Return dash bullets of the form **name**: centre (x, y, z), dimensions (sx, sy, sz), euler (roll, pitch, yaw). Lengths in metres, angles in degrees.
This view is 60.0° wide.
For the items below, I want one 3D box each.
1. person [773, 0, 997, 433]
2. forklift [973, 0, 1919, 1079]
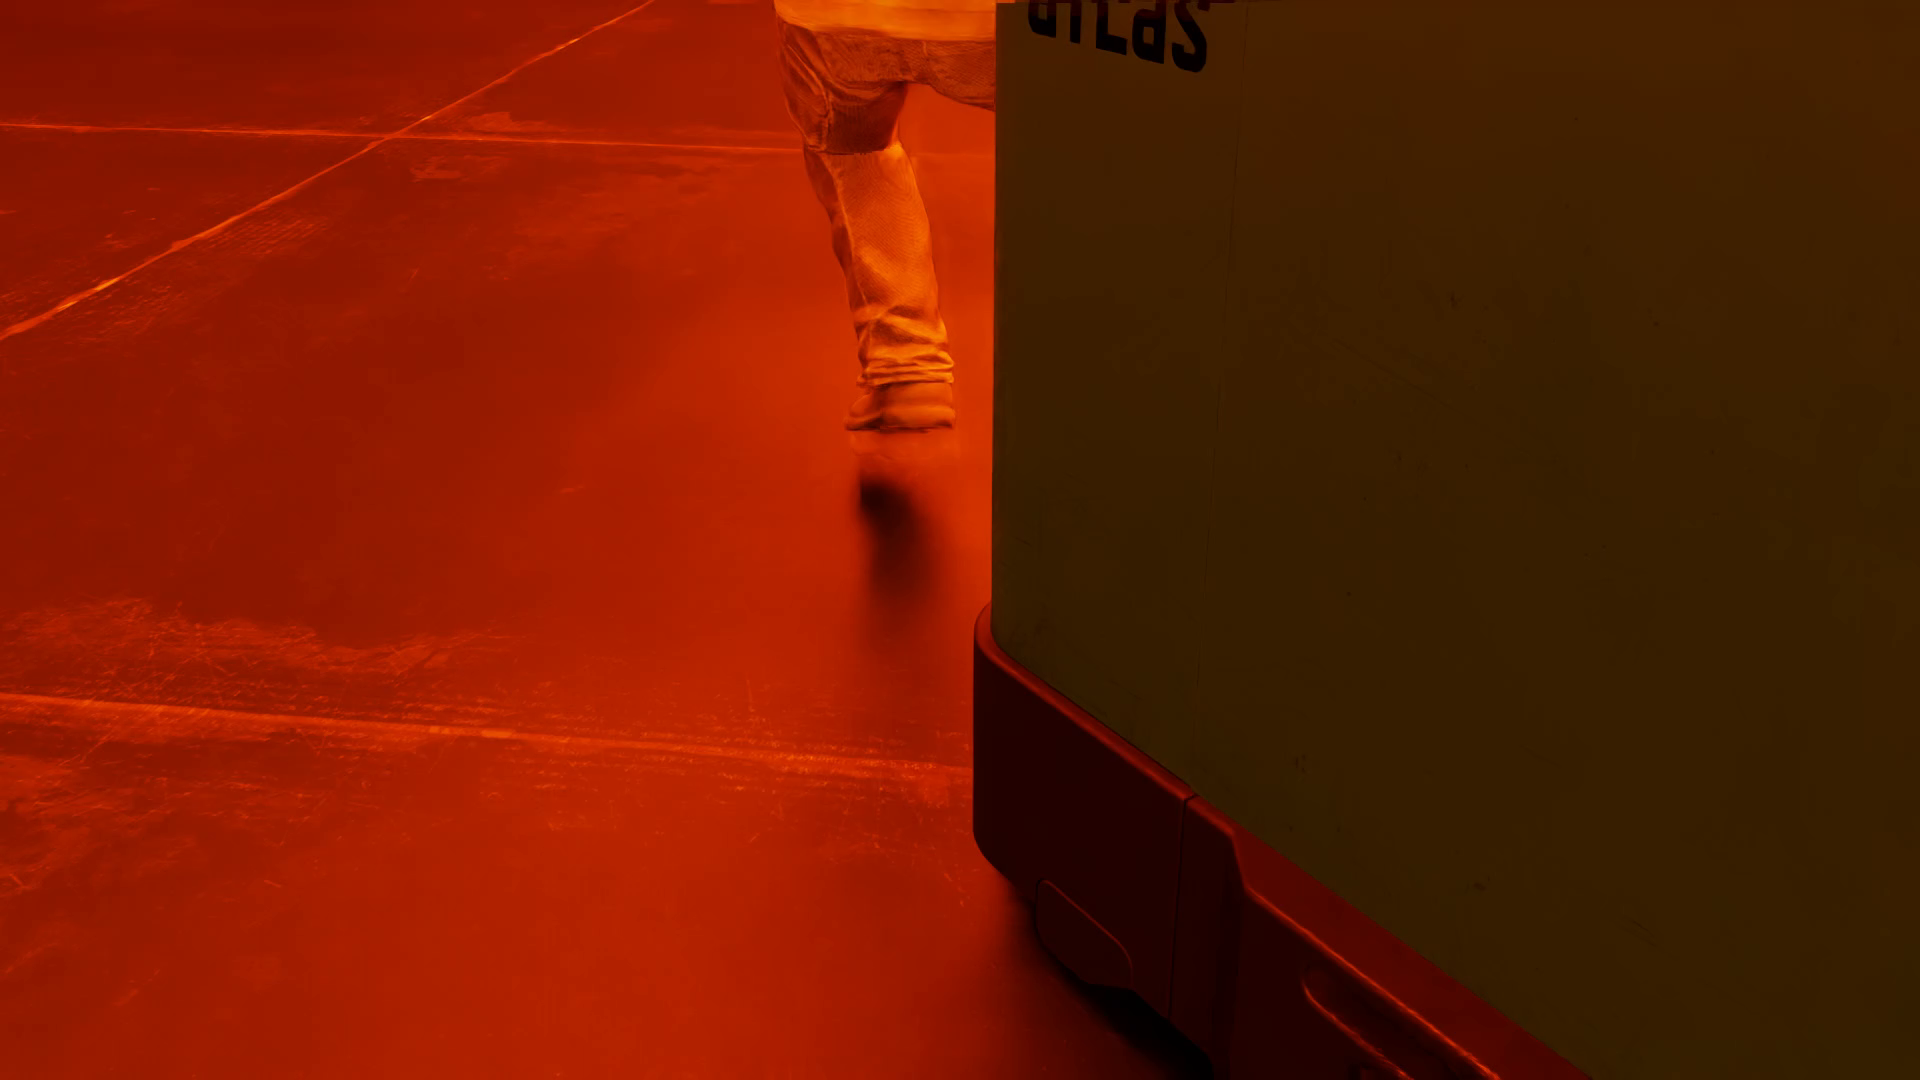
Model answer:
- **person**: centre (0.053, -0.841, 2.332), dimensions (0.864, 1.663, 0.615), euler (5, 27, 10)
- **forklift**: centre (1.257, -0.531, 0.280), dimensions (1.130, 2.935, 3.031), euler (-17, 31, -30)
